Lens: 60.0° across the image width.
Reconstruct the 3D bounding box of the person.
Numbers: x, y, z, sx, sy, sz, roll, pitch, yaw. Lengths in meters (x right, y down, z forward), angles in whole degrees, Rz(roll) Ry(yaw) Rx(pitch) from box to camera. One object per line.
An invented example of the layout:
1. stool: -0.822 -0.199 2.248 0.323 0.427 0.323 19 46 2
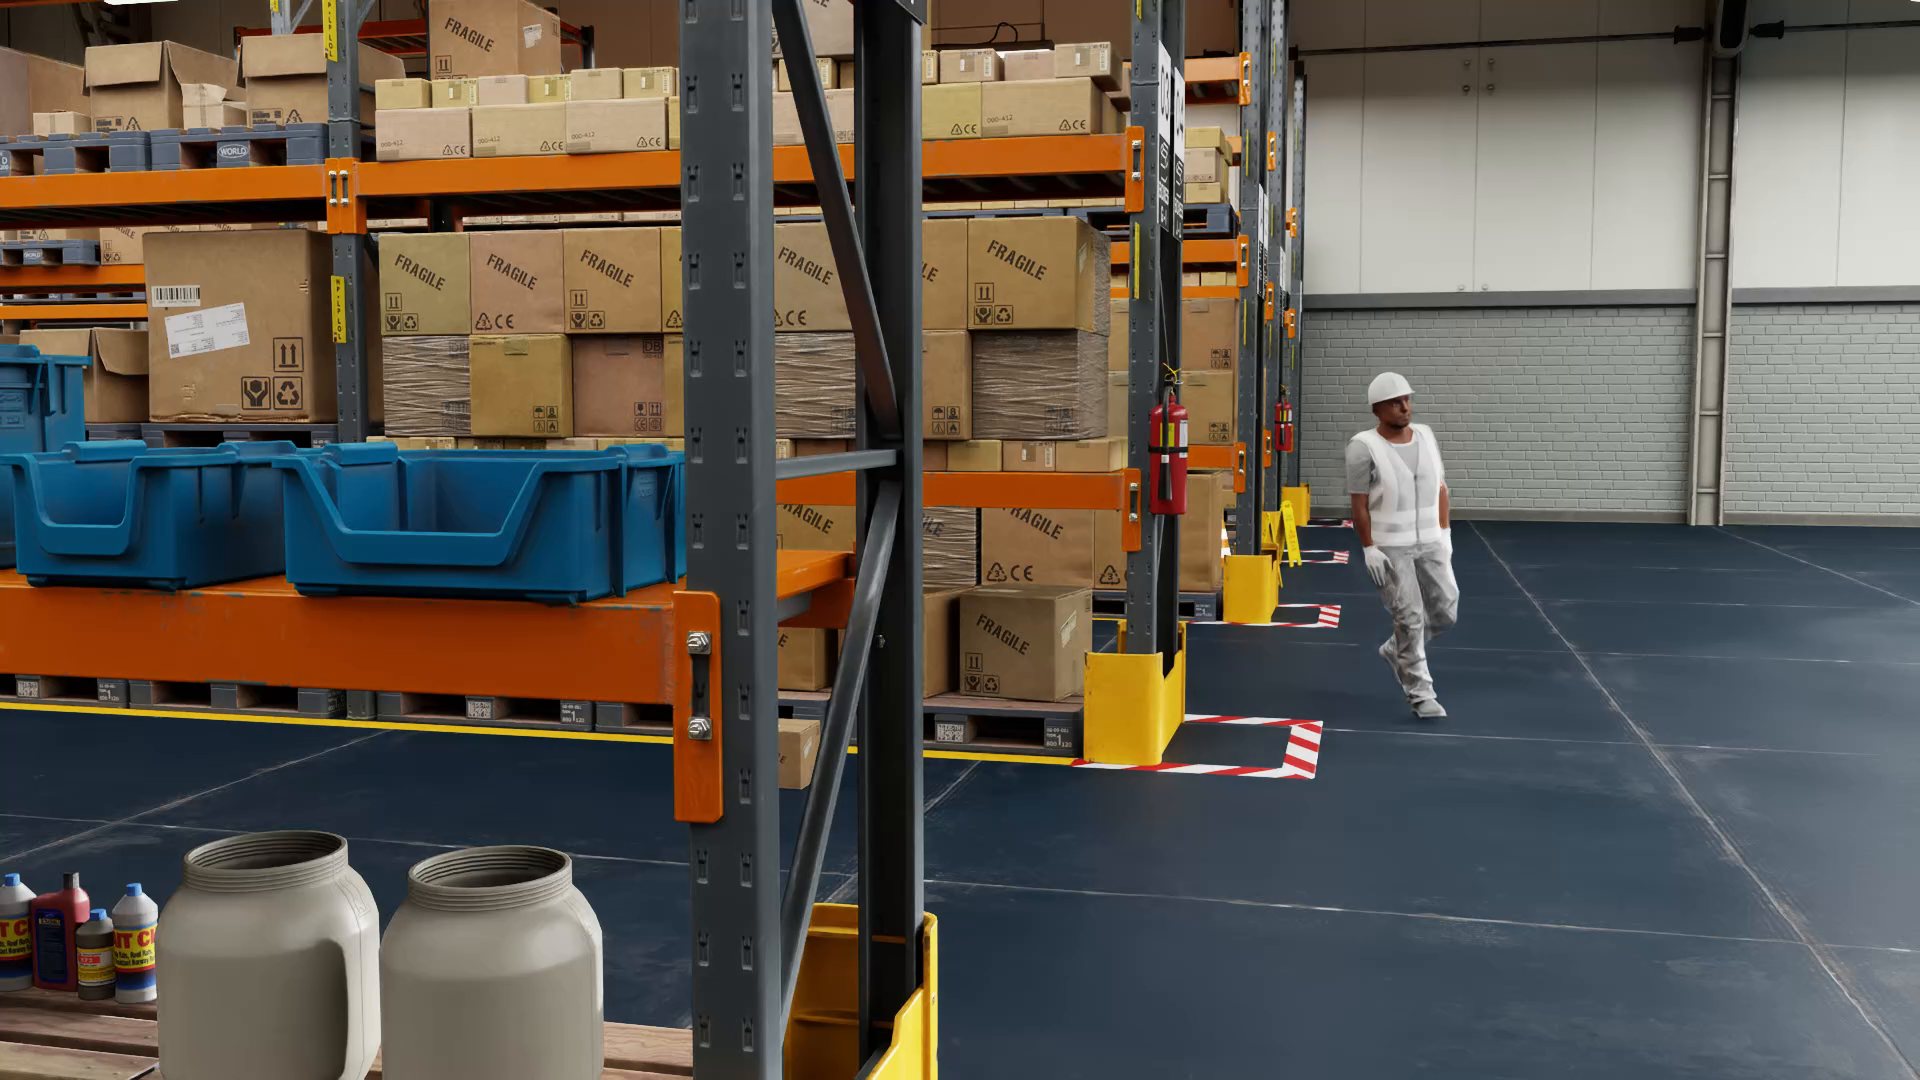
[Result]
1. person: 2.241 0.020 8.564 0.611 1.755 0.683 -2 5 -17
